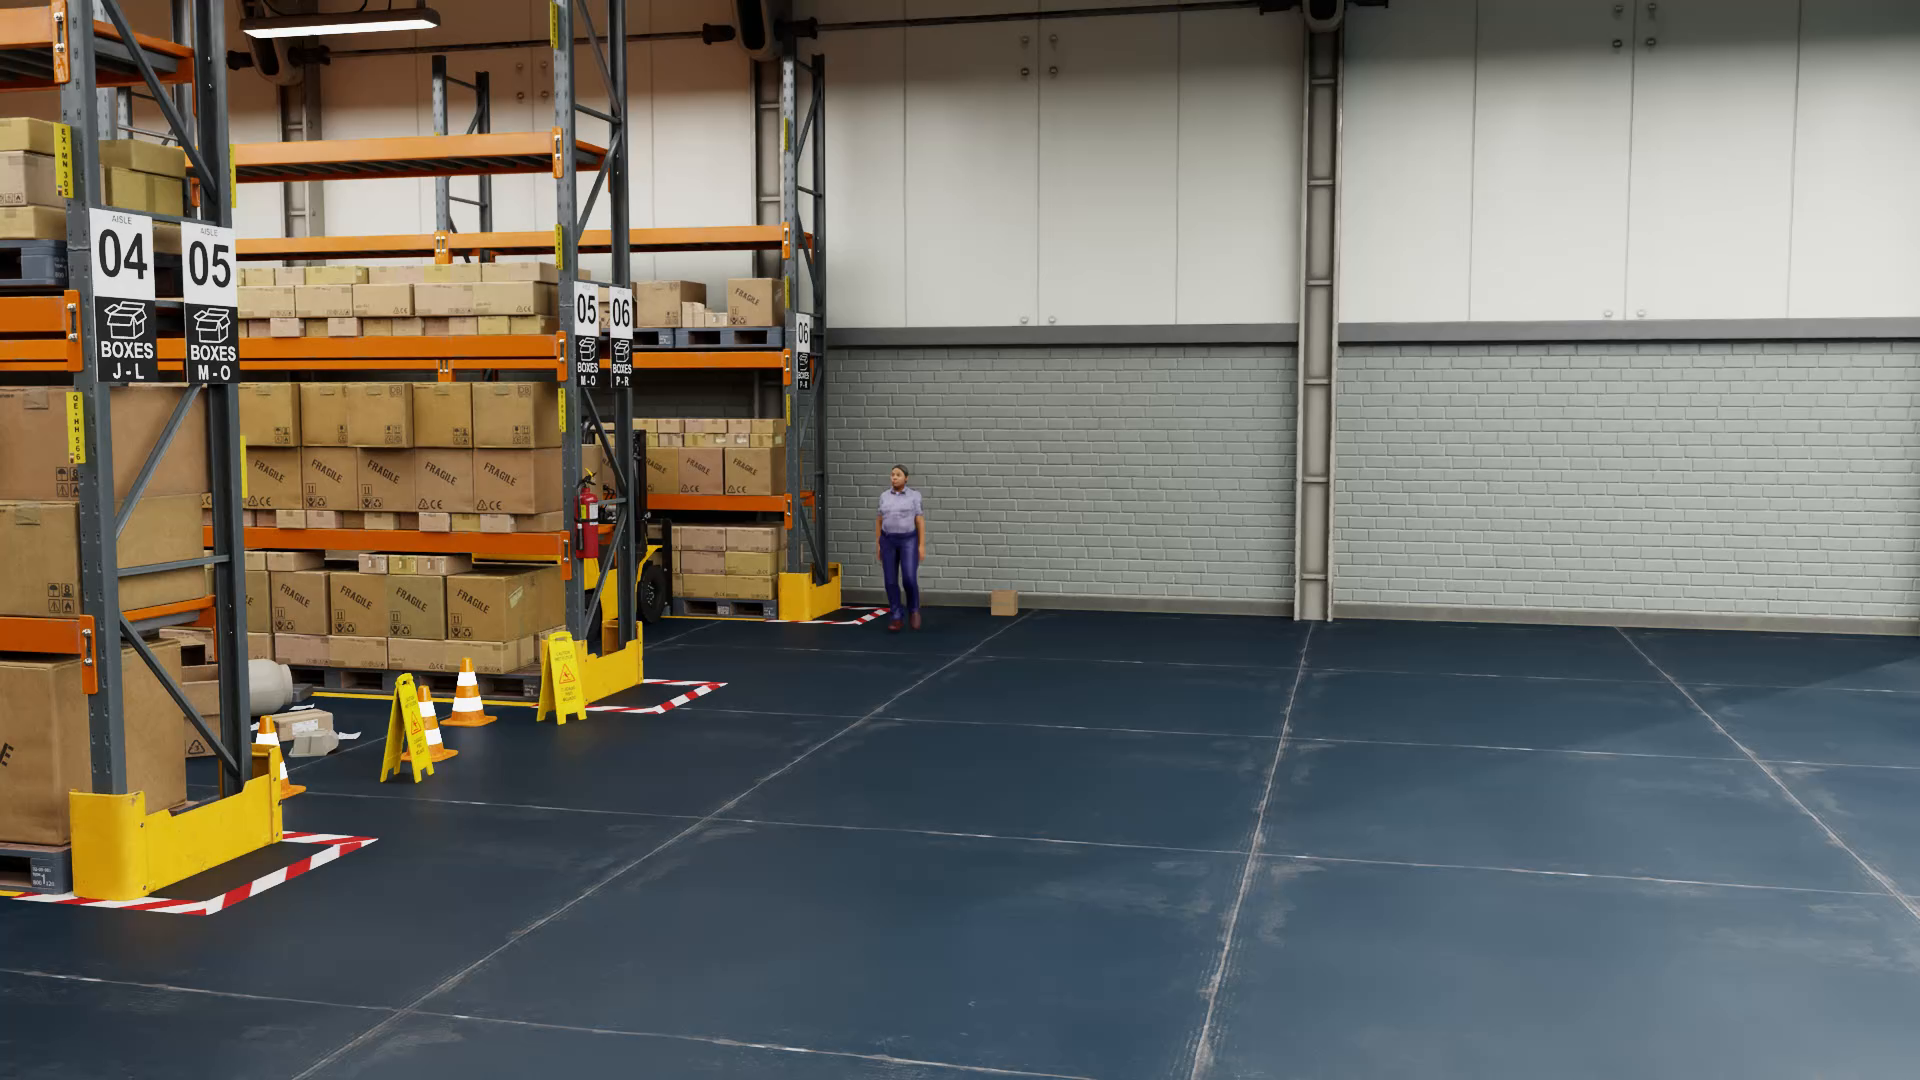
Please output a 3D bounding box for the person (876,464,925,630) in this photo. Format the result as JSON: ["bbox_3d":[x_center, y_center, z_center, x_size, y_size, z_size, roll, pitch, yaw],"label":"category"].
[{"bbox_3d":[-0.609,0.078,16.469,0.504,1.653,0.443,1,5,15],"label":"person"}]
